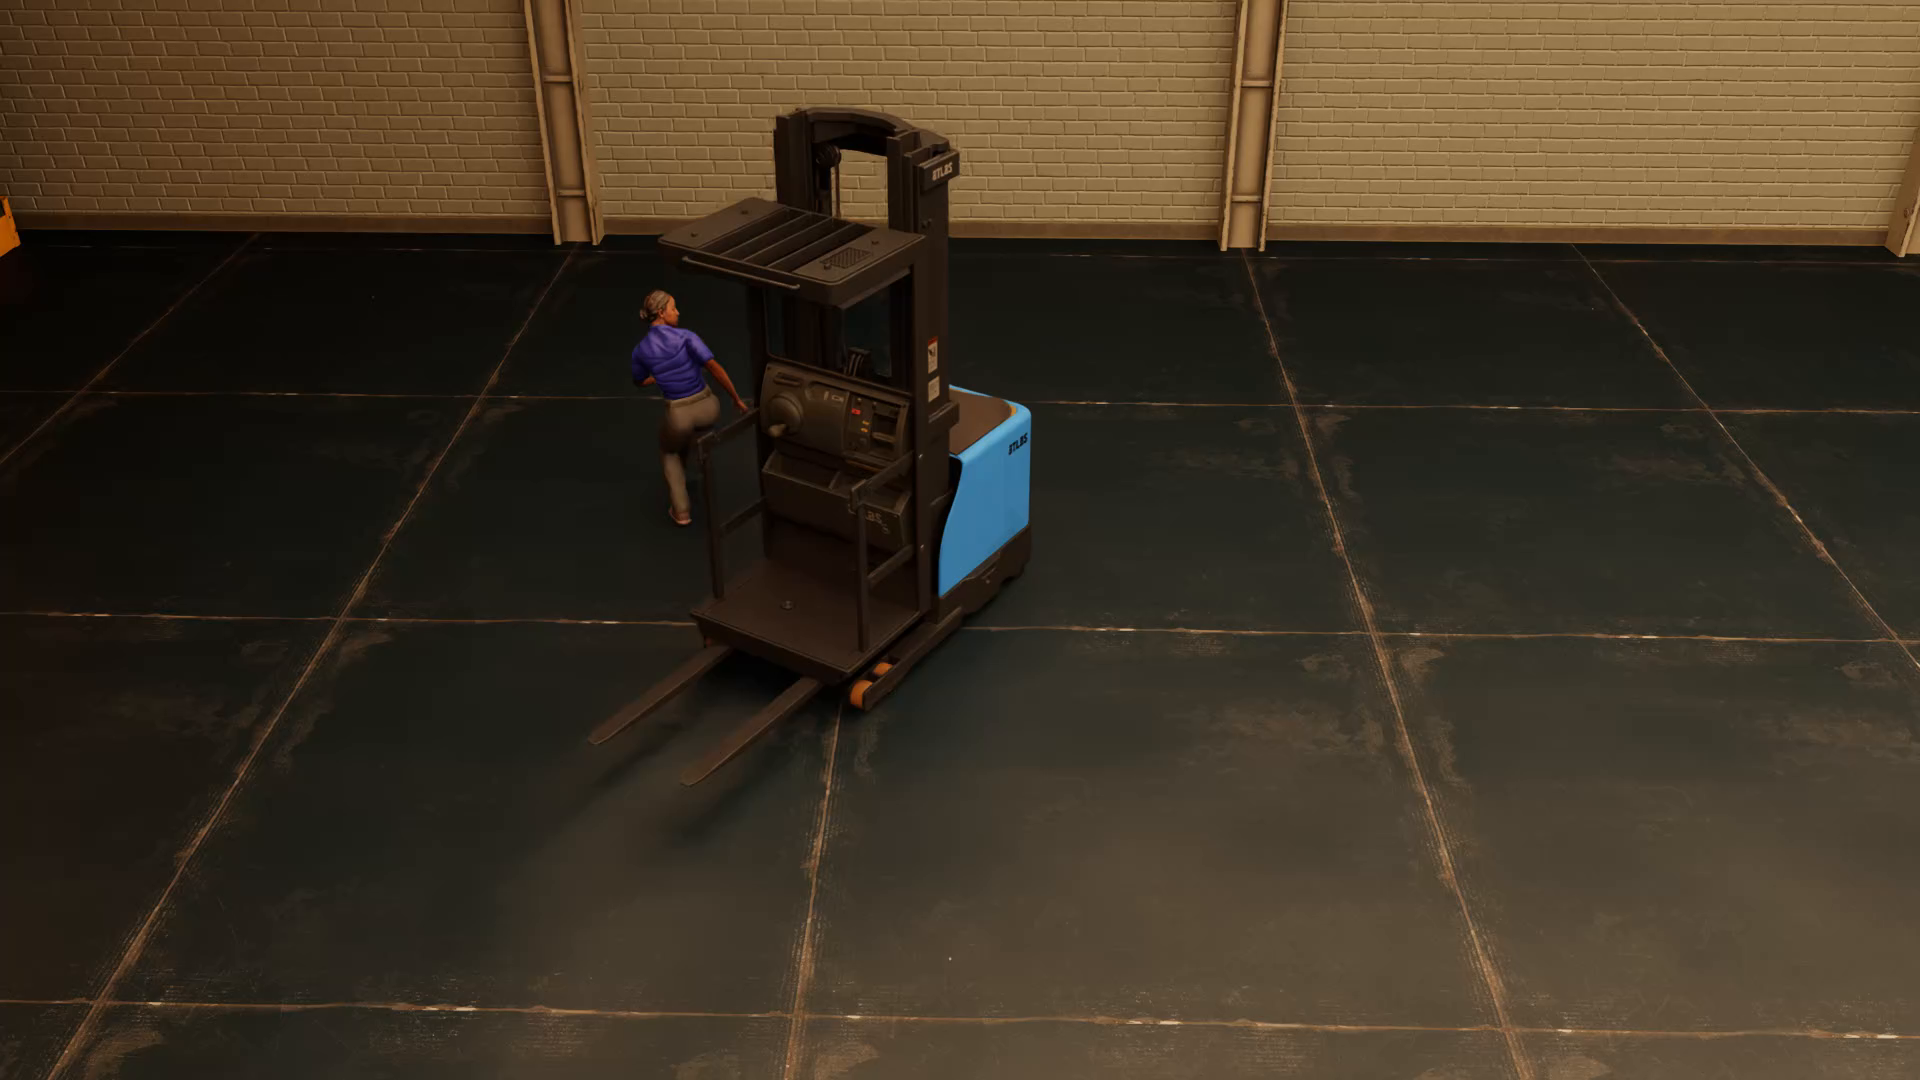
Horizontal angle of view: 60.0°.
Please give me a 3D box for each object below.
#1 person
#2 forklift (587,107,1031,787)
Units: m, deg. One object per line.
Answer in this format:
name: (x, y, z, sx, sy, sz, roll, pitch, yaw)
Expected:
person: (-1.723, -0.896, 10.580, 0.684, 1.490, 0.746, -7, 31, -12)
forklift: (-0.783, -0.618, 8.663, 1.130, 2.935, 3.031, 18, 35, 28)
